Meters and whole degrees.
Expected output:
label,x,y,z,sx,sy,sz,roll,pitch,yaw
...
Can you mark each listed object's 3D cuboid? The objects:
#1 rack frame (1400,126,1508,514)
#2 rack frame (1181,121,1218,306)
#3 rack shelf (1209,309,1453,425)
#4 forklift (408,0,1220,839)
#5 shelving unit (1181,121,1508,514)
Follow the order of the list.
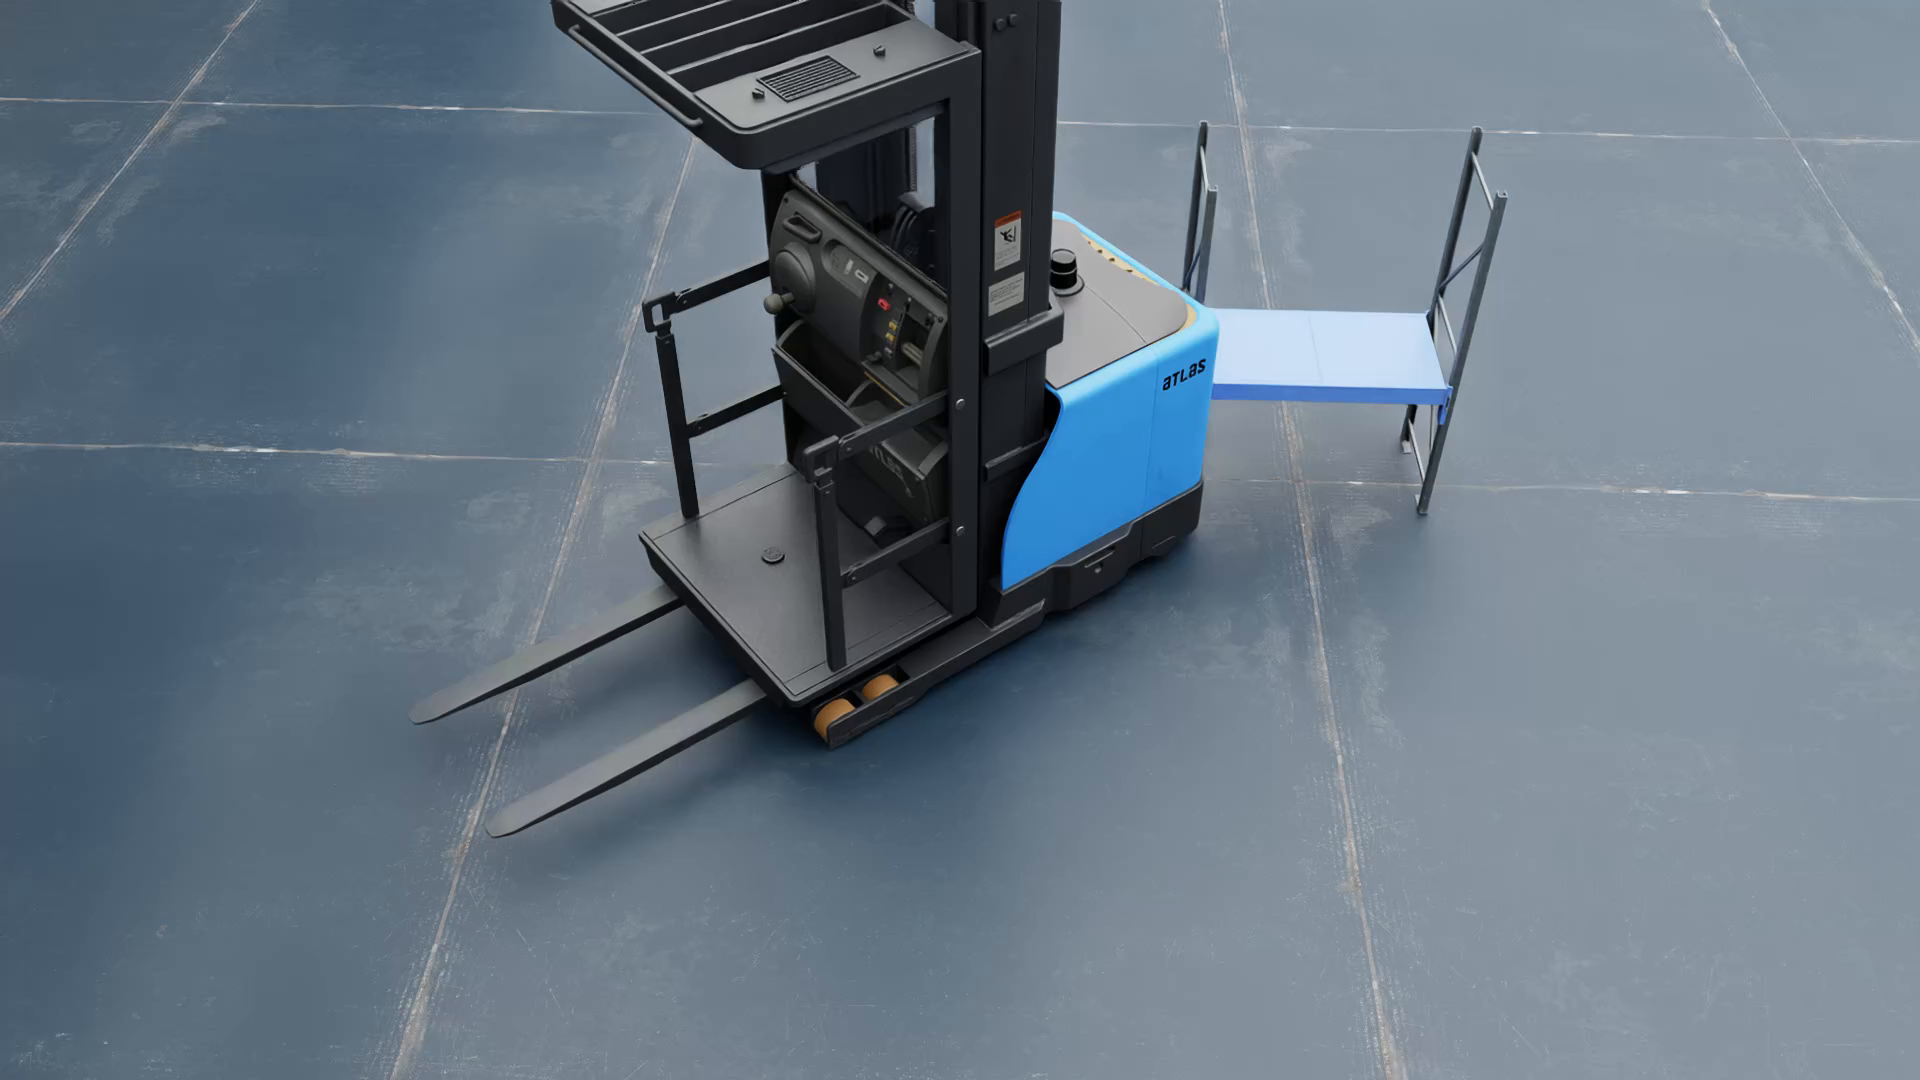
label,x,y,z,sx,sy,sz,roll,pitch,yaw
rack frame,1.920,-0.827,6.537,0.032,1.500,0.500,2,43,2
rack frame,0.905,-0.854,6.566,0.032,1.500,0.500,2,43,2
rack shelf,1.412,-0.709,6.674,1.000,0.185,0.538,2,43,2
forklift,-0.514,-0.749,5.404,3.031,2.935,1.130,-27,50,-26
shelving unit,1.412,-0.840,6.552,1.048,1.500,0.538,2,43,2
